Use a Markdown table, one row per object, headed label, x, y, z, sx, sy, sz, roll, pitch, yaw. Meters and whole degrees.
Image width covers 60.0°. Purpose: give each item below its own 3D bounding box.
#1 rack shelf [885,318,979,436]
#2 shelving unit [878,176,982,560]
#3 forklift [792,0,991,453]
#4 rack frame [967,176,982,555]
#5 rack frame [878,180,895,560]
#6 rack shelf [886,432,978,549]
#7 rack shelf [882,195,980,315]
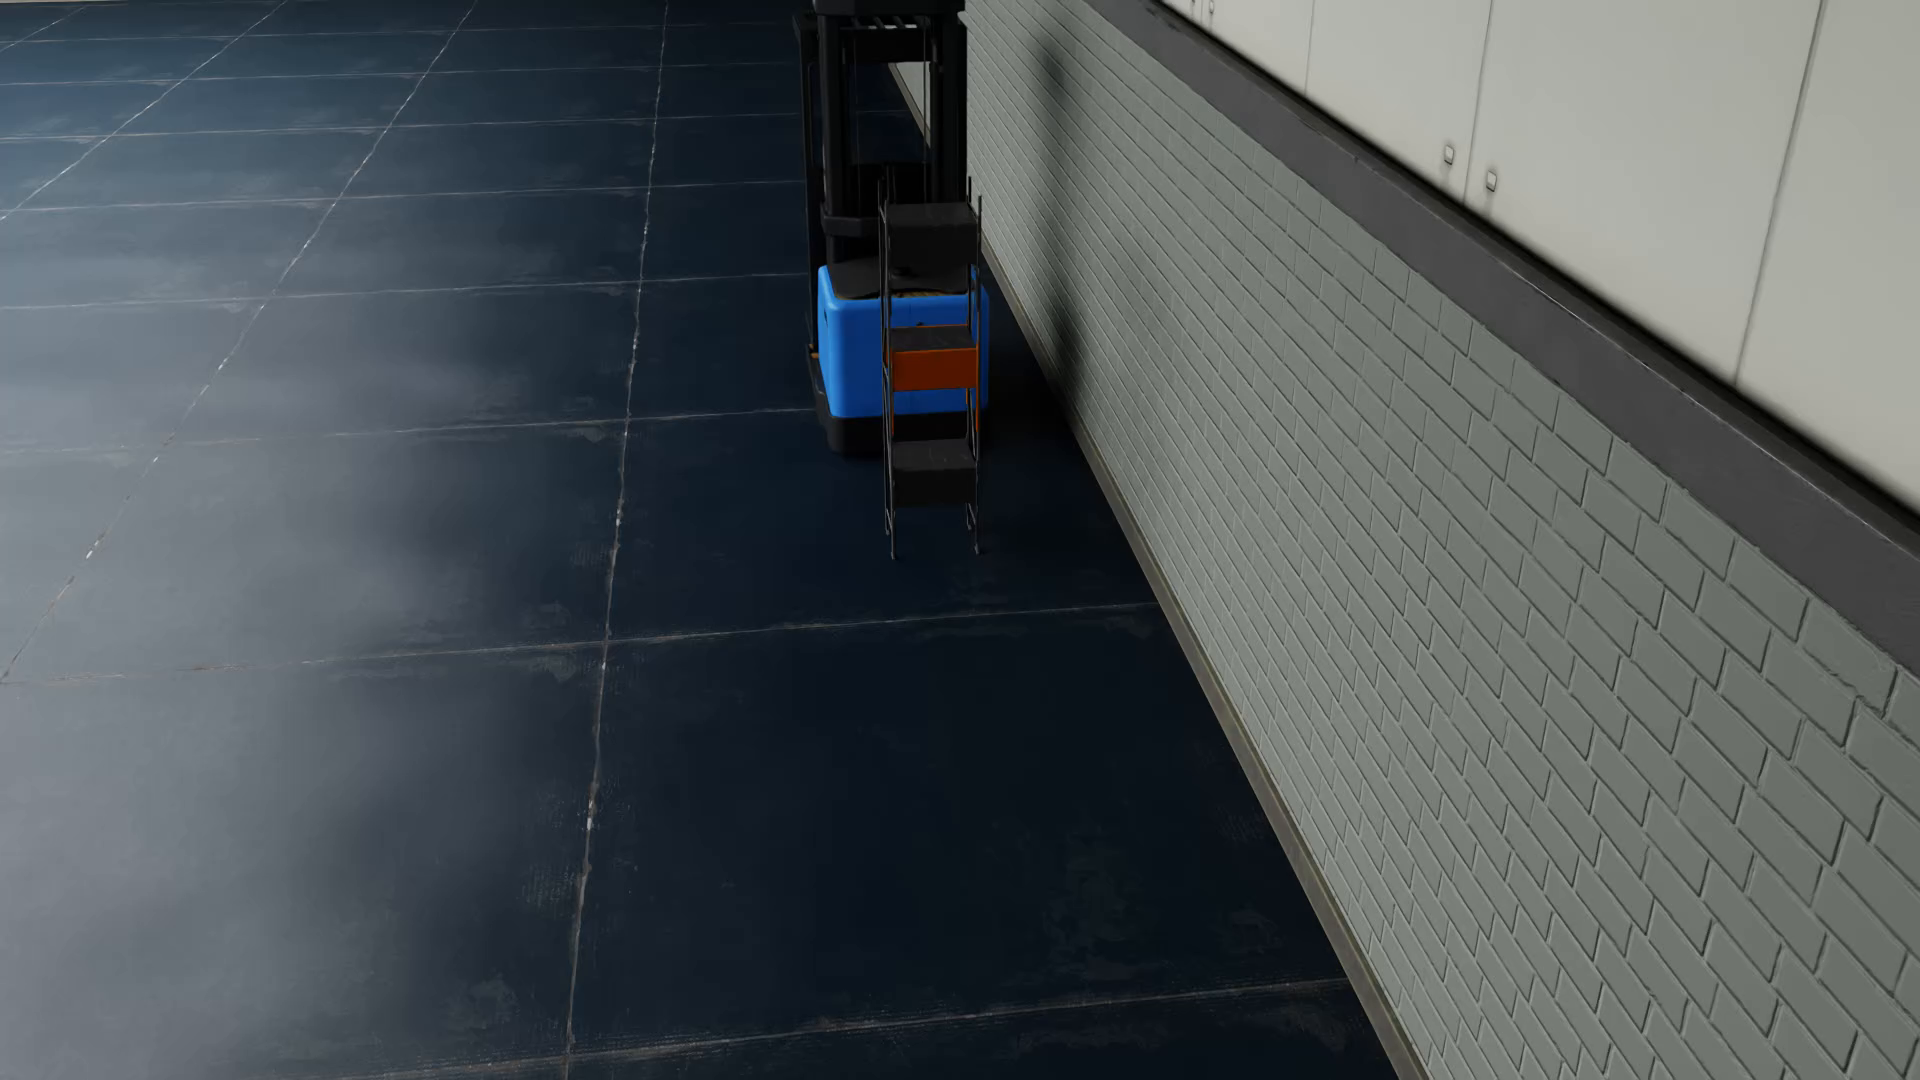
| label | x | y | z | sx | sy | sz | roll | pitch | yaw |
| --- | --- | --- | --- | --- | --- | --- | --- | --- | --- |
| rack shelf | -0.164 | -0.912 | 9.256 | 0.480 | 0.518 | 0.431 | -4 | 27 | -7 |
| shelving unit | -0.164 | -0.924 | 9.250 | 0.503 | 2.100 | 0.431 | -4 | 27 | -7 |
| forklift | -0.535 | -2.510 | 11.431 | 1.130 | 2.935 | 3.031 | -4 | 27 | -8 |
| rack frame | 0.078 | -0.939 | 9.280 | 0.015 | 2.100 | 0.400 | -4 | 27 | -7 |
| rack frame | -0.406 | -0.908 | 9.220 | 0.015 | 2.100 | 0.400 | -4 | 27 | -7 |
| rack shelf | -0.164 | -0.289 | 9.576 | 0.480 | 0.518 | 0.431 | -4 | 27 | -7 |
| rack shelf | -0.164 | -1.534 | 8.937 | 0.480 | 0.518 | 0.431 | -4 | 27 | -7 |
